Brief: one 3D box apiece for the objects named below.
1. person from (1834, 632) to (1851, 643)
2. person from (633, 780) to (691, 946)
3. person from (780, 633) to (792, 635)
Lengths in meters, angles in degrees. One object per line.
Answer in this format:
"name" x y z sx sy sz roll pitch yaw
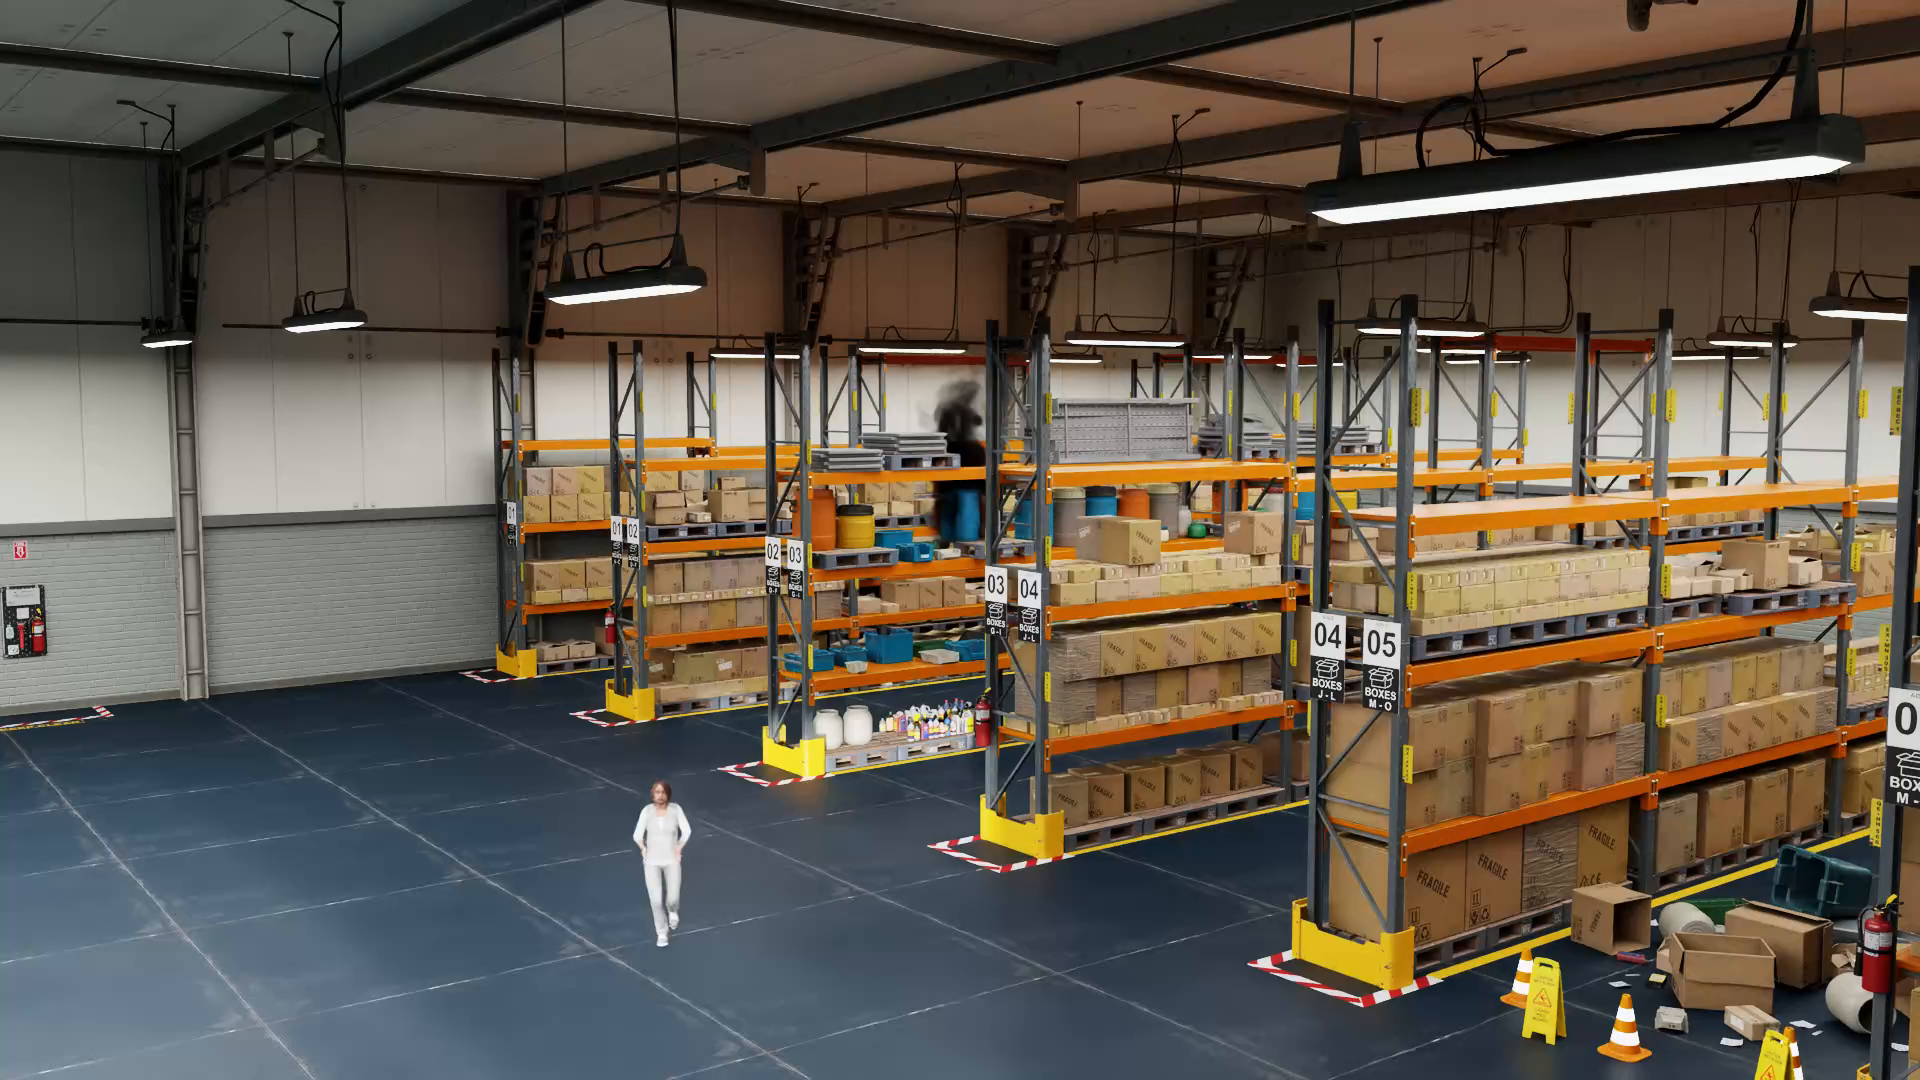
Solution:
"person" 12.708 2.155 23.976 0.990 1.783 0.674 -4 7 -41
"person" -2.797 3.021 15.610 0.532 1.550 0.560 -1 5 -8
"person" -3.241 1.656 30.840 0.607 1.628 0.849 4 7 42
